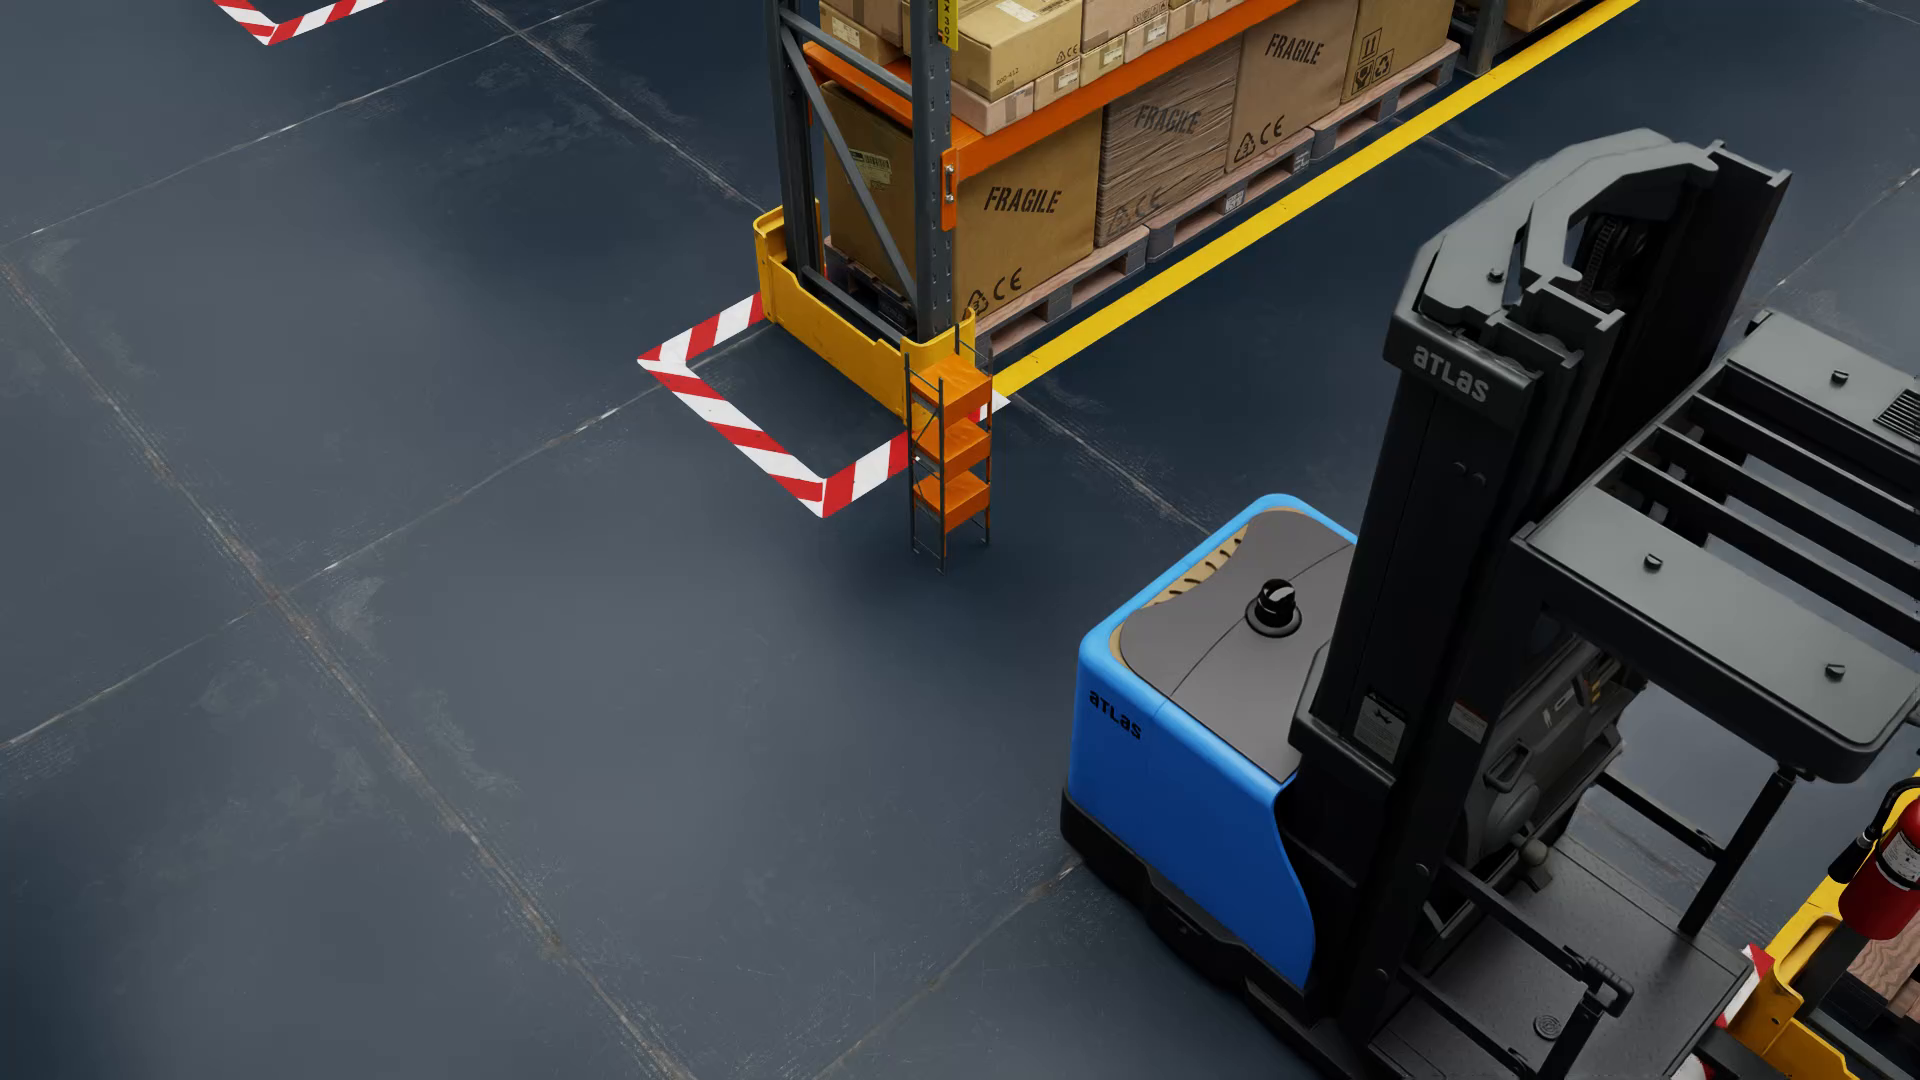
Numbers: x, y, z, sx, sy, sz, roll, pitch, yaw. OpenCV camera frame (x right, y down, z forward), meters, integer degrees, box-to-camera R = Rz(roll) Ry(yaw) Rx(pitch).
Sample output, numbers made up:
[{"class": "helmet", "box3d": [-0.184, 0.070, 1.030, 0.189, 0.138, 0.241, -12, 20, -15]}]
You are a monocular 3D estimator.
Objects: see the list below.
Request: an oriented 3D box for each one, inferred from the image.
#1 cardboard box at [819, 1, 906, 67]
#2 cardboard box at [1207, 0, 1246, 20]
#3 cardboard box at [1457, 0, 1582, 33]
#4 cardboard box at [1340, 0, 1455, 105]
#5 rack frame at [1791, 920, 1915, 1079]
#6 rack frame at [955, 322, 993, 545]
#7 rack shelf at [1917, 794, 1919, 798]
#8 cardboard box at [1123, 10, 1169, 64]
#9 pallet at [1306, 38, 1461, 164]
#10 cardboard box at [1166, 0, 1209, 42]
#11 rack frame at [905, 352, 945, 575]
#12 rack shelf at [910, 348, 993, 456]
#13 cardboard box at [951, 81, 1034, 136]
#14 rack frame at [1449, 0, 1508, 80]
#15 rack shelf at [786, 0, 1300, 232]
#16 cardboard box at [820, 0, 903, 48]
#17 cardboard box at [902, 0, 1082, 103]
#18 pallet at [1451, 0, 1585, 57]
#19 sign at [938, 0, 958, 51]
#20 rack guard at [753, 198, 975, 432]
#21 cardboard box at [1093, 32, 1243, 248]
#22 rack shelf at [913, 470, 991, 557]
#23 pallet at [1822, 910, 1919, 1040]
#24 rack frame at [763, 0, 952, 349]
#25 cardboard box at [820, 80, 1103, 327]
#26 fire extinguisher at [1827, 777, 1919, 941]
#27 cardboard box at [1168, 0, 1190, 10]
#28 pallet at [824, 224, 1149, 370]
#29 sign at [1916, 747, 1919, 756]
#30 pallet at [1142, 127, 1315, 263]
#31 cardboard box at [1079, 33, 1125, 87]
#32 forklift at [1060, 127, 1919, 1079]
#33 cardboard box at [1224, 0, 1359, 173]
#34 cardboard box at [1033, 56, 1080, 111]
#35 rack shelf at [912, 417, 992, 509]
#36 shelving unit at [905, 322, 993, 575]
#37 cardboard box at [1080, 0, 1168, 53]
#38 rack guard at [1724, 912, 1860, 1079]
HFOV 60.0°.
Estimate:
[{"class": "cardboard box", "box3d": [-0.370, -2.142, 6.909, 0.250, 0.149, 0.380, -33, 55, -27]}, {"class": "cardboard box", "box3d": [1.022, -2.420, 7.166, 0.250, 0.149, 0.380, -34, 56, -27]}, {"class": "cardboard box", "box3d": [3.008, -3.599, 9.243, 0.875, 0.875, 1.225, -34, 56, -27]}, {"class": "cardboard box", "box3d": [2.005, -2.989, 8.680, 0.875, 0.875, 0.875, -34, 56, -27]}, {"class": "rack frame", "box3d": [2.920, 0.821, 4.004, 0.127, 3.000, 1.000, -34, 56, -27]}, {"class": "rack frame", "box3d": [0.051, -0.390, 6.449, 0.008, 1.050, 0.200, -34, 56, -27]}, {"class": "rack shelf", "box3d": [4.400, 0.077, 5.181, 4.000, 0.370, 1.077, -34, 56, -27]}, {"class": "cardboard box", "box3d": [0.643, -2.167, 6.932, 0.250, 0.149, 0.380, -35, 56, -28]}, {"class": "pallet", "box3d": [1.932, -2.570, 9.031, 1.213, 0.211, 1.003, -34, 56, -27]}, {"class": "cardboard box", "box3d": [0.832, -2.292, 7.048, 0.250, 0.149, 0.380, -35, 56, -28]}, {"class": "rack frame", "box3d": [-0.130, -0.269, 6.337, 0.008, 1.050, 0.200, -34, 56, -27]}, {"class": "rack shelf", "box3d": [-0.040, -0.515, 6.192, 0.240, 0.259, 0.215, -34, 56, -27]}, {"class": "cardboard box", "box3d": [0.073, -1.783, 6.578, 0.250, 0.149, 0.380, -33, 55, -27]}, {"class": "rack frame", "box3d": [2.547, -3.850, 8.314, 0.127, 3.000, 1.000, -34, 56, -27]}, {"class": "rack shelf", "box3d": [1.068, -2.617, 7.666, 4.000, 0.370, 1.077, -34, 56, -27]}, {"class": "cardboard box", "box3d": [-0.232, -2.306, 6.789, 0.500, 0.250, 0.500, -35, 56, -28]}, {"class": "cardboard box", "box3d": [0.125, -2.012, 6.519, 0.500, 0.250, 0.500, -35, 56, -28]}, {"class": "pallet", "box3d": [3.068, -3.326, 9.729, 1.213, 0.211, 1.003, -34, 56, -27]}, {"class": "sign", "box3d": [-0.043, -1.887, 5.861, 0.005, 0.325, 0.100, -34, 56, -27]}, {"class": "rack guard", "box3d": [-0.430, -1.012, 7.397, 0.348, 0.500, 1.175, -34, 56, -27]}, {"class": "cardboard box", "box3d": [0.681, -2.104, 7.863, 0.875, 0.875, 0.875, -34, 56, -27]}, {"class": "rack shelf", "box3d": [-0.040, -0.134, 6.605, 0.240, 0.259, 0.215, -34, 56, -27]}, {"class": "pallet", "box3d": [3.556, 1.380, 5.386, 1.213, 0.211, 1.003, -34, 56, -27]}, {"class": "rack frame", "box3d": [-0.412, -1.872, 6.489, 0.127, 3.000, 1.000, -34, 56, -27]}, {"class": "cardboard box", "box3d": [0.008, -1.654, 7.448, 0.875, 0.875, 0.875, -34, 56, -27]}, {"class": "fire extinguisher", "box3d": [2.503, 0.802, 4.329, 0.183, 0.674, 0.296, -34, 56, -27]}, {"class": "cardboard box", "box3d": [0.879, -2.519, 6.987, 0.500, 0.250, 0.500, -36, 57, -28]}, {"class": "pallet", "box3d": [0.127, -1.364, 7.918, 1.213, 0.211, 1.003, -34, 56, -27]}, {"class": "sign", "box3d": [2.538, 0.475, 4.213, 0.005, 0.325, 0.100, -34, 56, -27]}, {"class": "pallet", "box3d": [1.029, -1.964, 8.472, 1.213, 0.211, 1.003, -34, 56, -27]}, {"class": "cardboard box", "box3d": [0.451, -2.037, 6.813, 0.250, 0.149, 0.380, -35, 56, -28]}, {"class": "forklift", "box3d": [1.733, 0.579, 4.275, 1.130, 2.935, 3.031, -35, 56, -28]}, {"class": "cardboard box", "box3d": [1.339, -2.544, 8.269, 0.875, 0.875, 0.875, -34, 56, -27]}, {"class": "cardboard box", "box3d": [0.261, -1.910, 6.696, 0.250, 0.149, 0.380, -35, 56, -28]}, {"class": "rack shelf", "box3d": [-0.040, -0.322, 6.401, 0.240, 0.259, 0.215, -34, 56, -27]}, {"class": "shelving unit", "box3d": [-0.040, -0.330, 6.393, 0.252, 1.050, 0.215, -34, 56, -27]}, {"class": "cardboard box", "box3d": [0.505, -2.273, 6.759, 0.500, 0.250, 0.500, -34, 56, -28]}, {"class": "rack guard", "box3d": [2.911, 1.688, 4.906, 0.348, 0.500, 1.175, -34, 56, -27]}]
